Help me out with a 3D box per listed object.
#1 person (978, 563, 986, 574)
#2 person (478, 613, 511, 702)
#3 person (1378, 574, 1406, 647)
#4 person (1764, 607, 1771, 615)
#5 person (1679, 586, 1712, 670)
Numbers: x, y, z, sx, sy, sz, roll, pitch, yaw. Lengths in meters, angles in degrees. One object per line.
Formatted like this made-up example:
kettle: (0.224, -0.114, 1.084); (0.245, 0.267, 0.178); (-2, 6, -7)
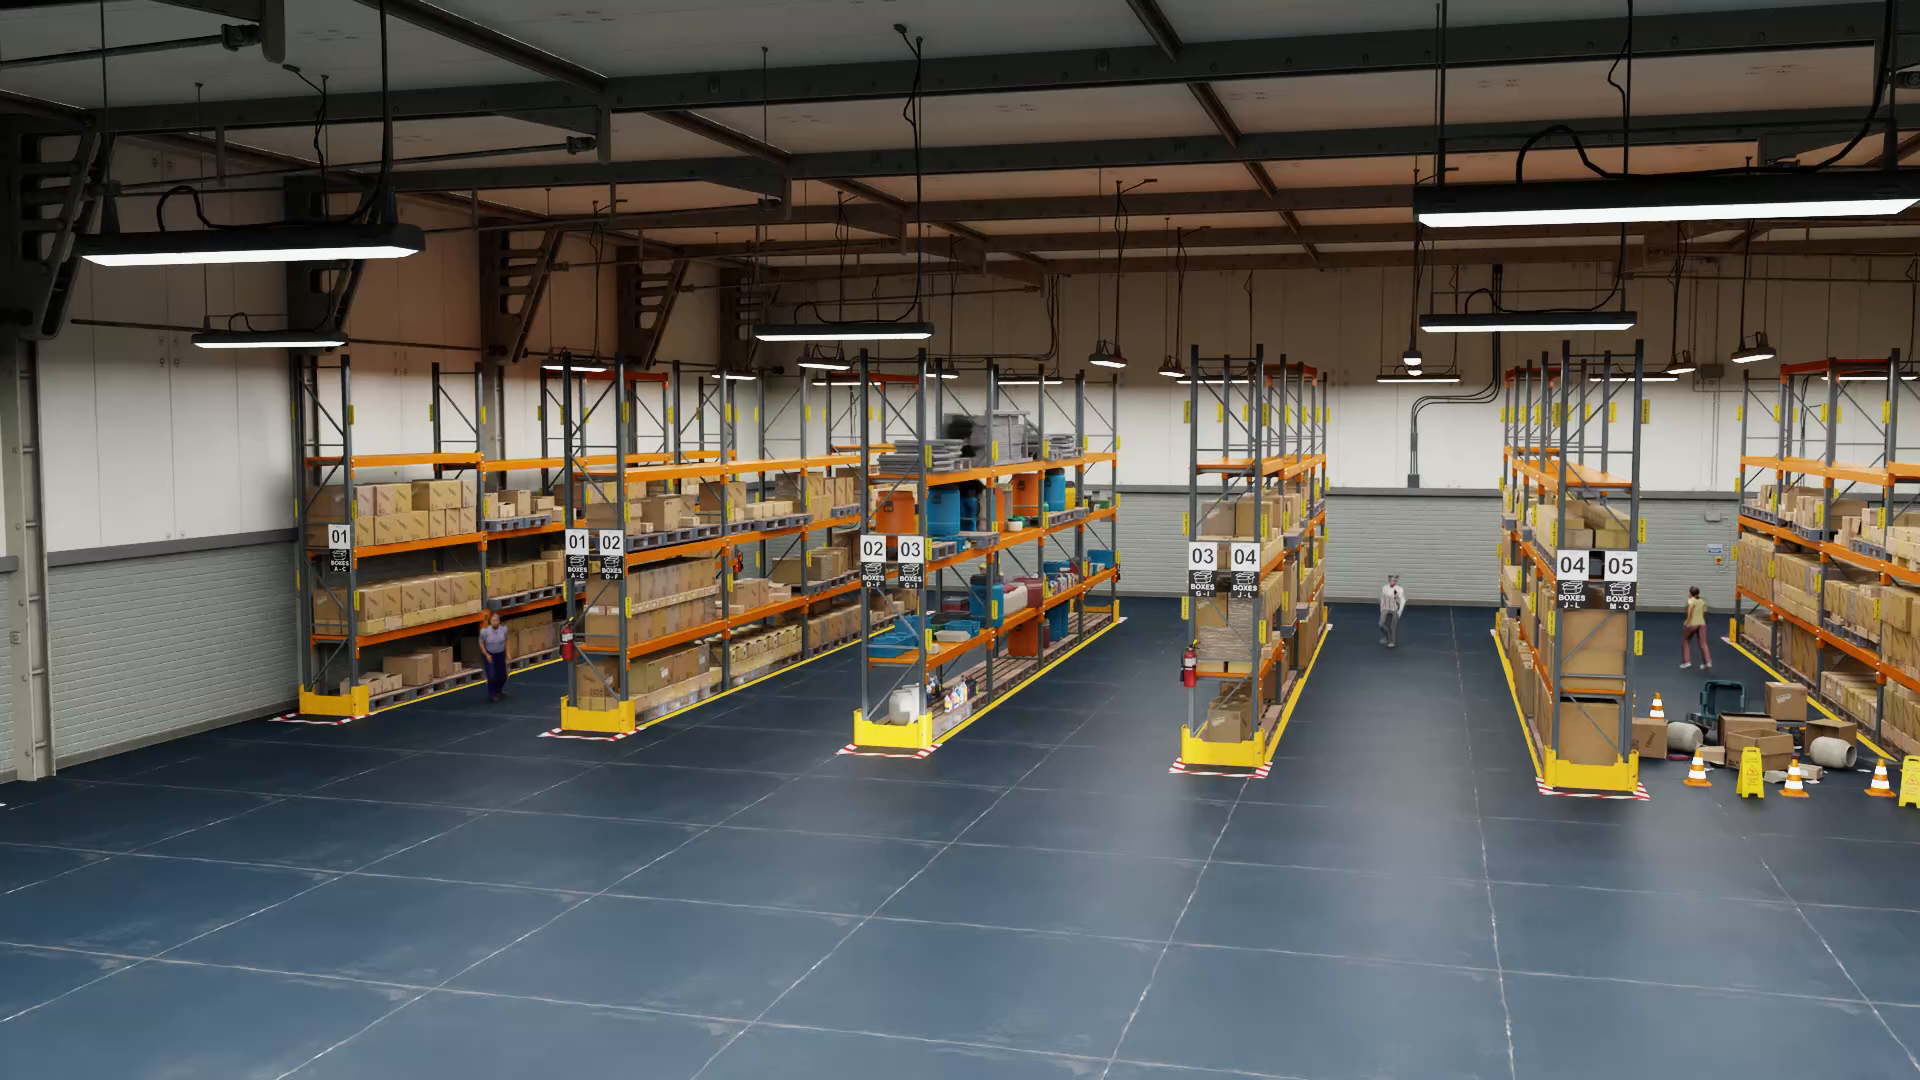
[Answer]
person: (0.512, 1.376, 36.638); (0.680, 1.752, 0.682); (2, 5, 29)
person: (-8.160, 2.048, 29.128); (0.607, 1.585, 0.706); (-3, 5, -35)
person: (9.256, 1.521, 35.661); (0.620, 1.616, 0.610); (2, 5, 29)
person: (18.677, 1.272, 37.865); (0.856, 1.832, 0.651); (0, 4, 6)
person: (14.441, 1.743, 32.575); (0.572, 1.640, 0.941); (0, 4, -4)
